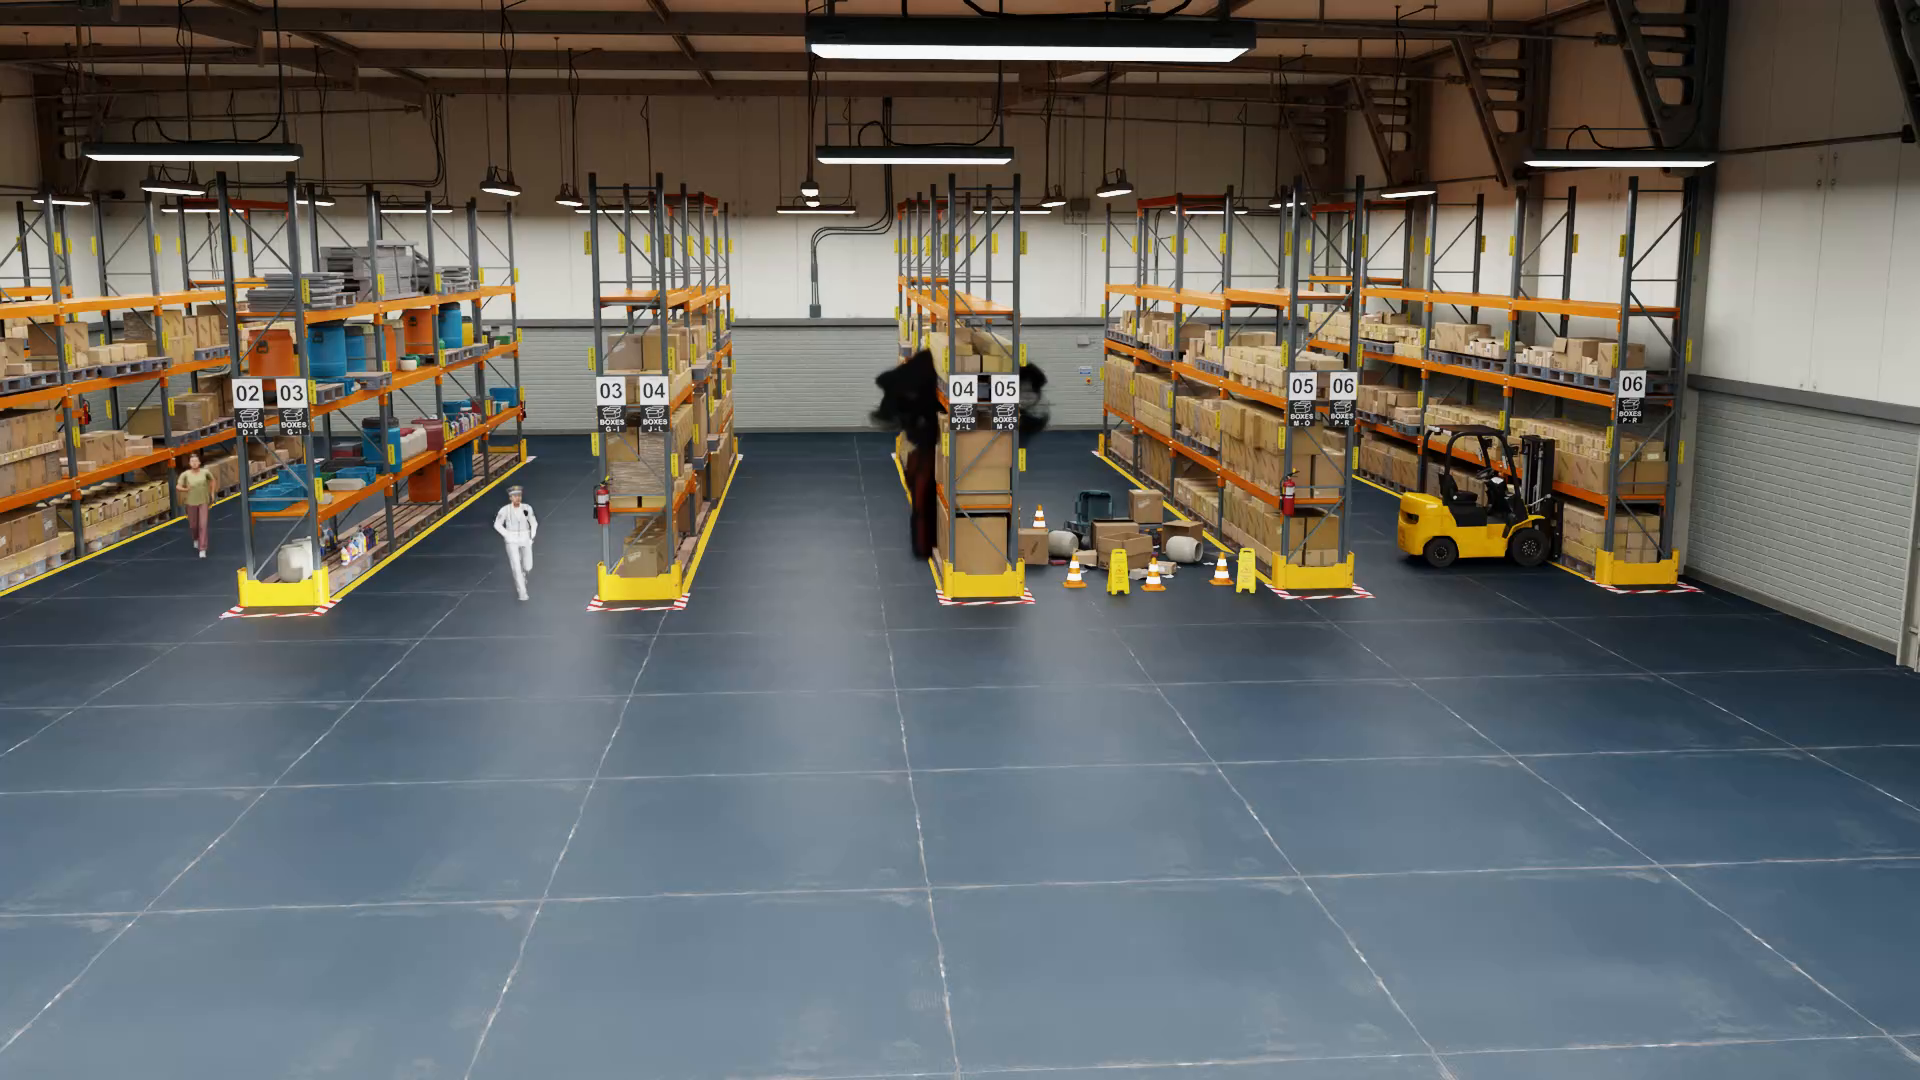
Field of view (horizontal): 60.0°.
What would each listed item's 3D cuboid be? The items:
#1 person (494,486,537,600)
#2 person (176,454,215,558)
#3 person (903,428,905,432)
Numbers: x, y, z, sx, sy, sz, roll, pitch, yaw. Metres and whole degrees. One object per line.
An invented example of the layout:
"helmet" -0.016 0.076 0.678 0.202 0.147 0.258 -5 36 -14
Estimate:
"person" -6.352 0.029 23.863 0.613 1.660 0.568 -4 11 -24
"person" -12.439 -0.576 27.126 0.592 1.635 0.904 -5 11 -25
"person" -1.015 -3.007 40.958 0.735 1.770 0.641 -5 11 -27
